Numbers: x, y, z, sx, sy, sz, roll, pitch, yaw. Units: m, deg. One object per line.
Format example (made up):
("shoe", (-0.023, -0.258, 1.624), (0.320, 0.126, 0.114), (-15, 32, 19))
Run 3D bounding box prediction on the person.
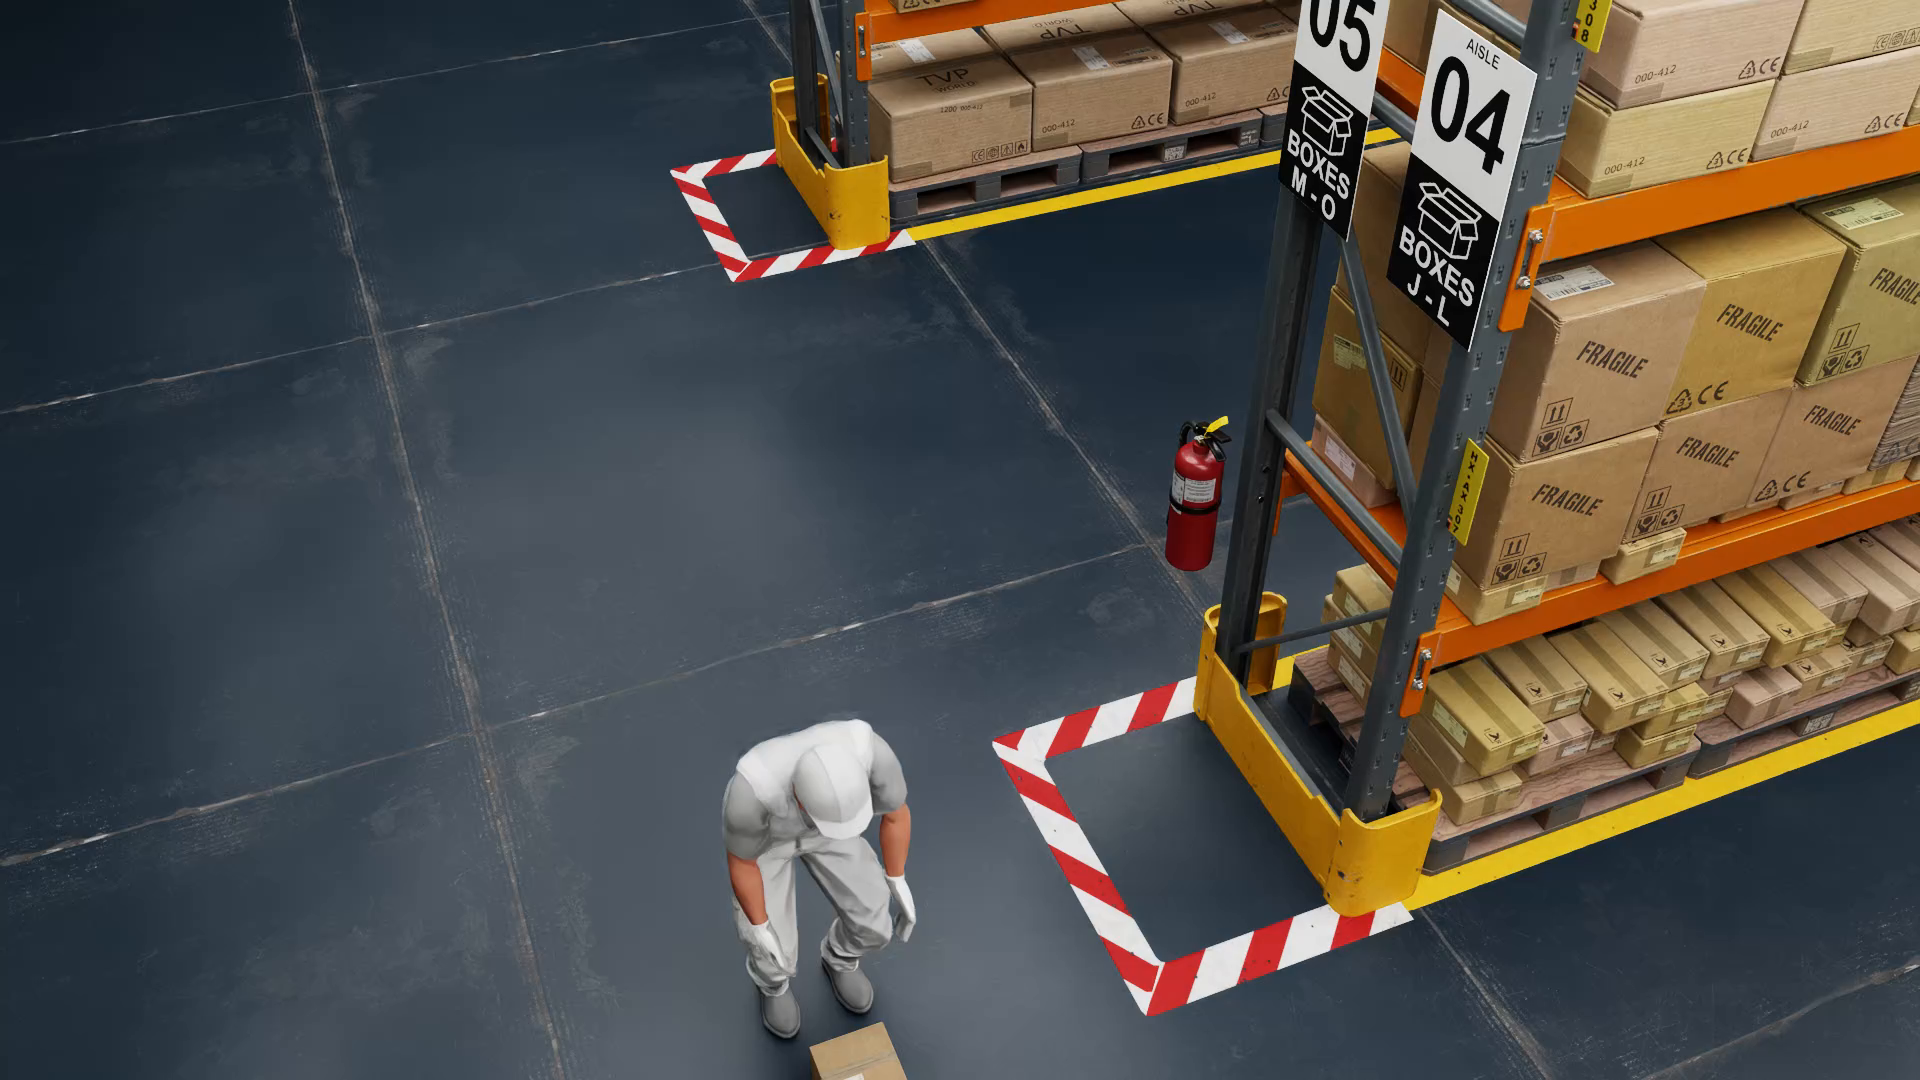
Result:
("person", (-0.444, 1.016, 5.205), (0.581, 1.500, 0.711), (-15, 44, -16))
